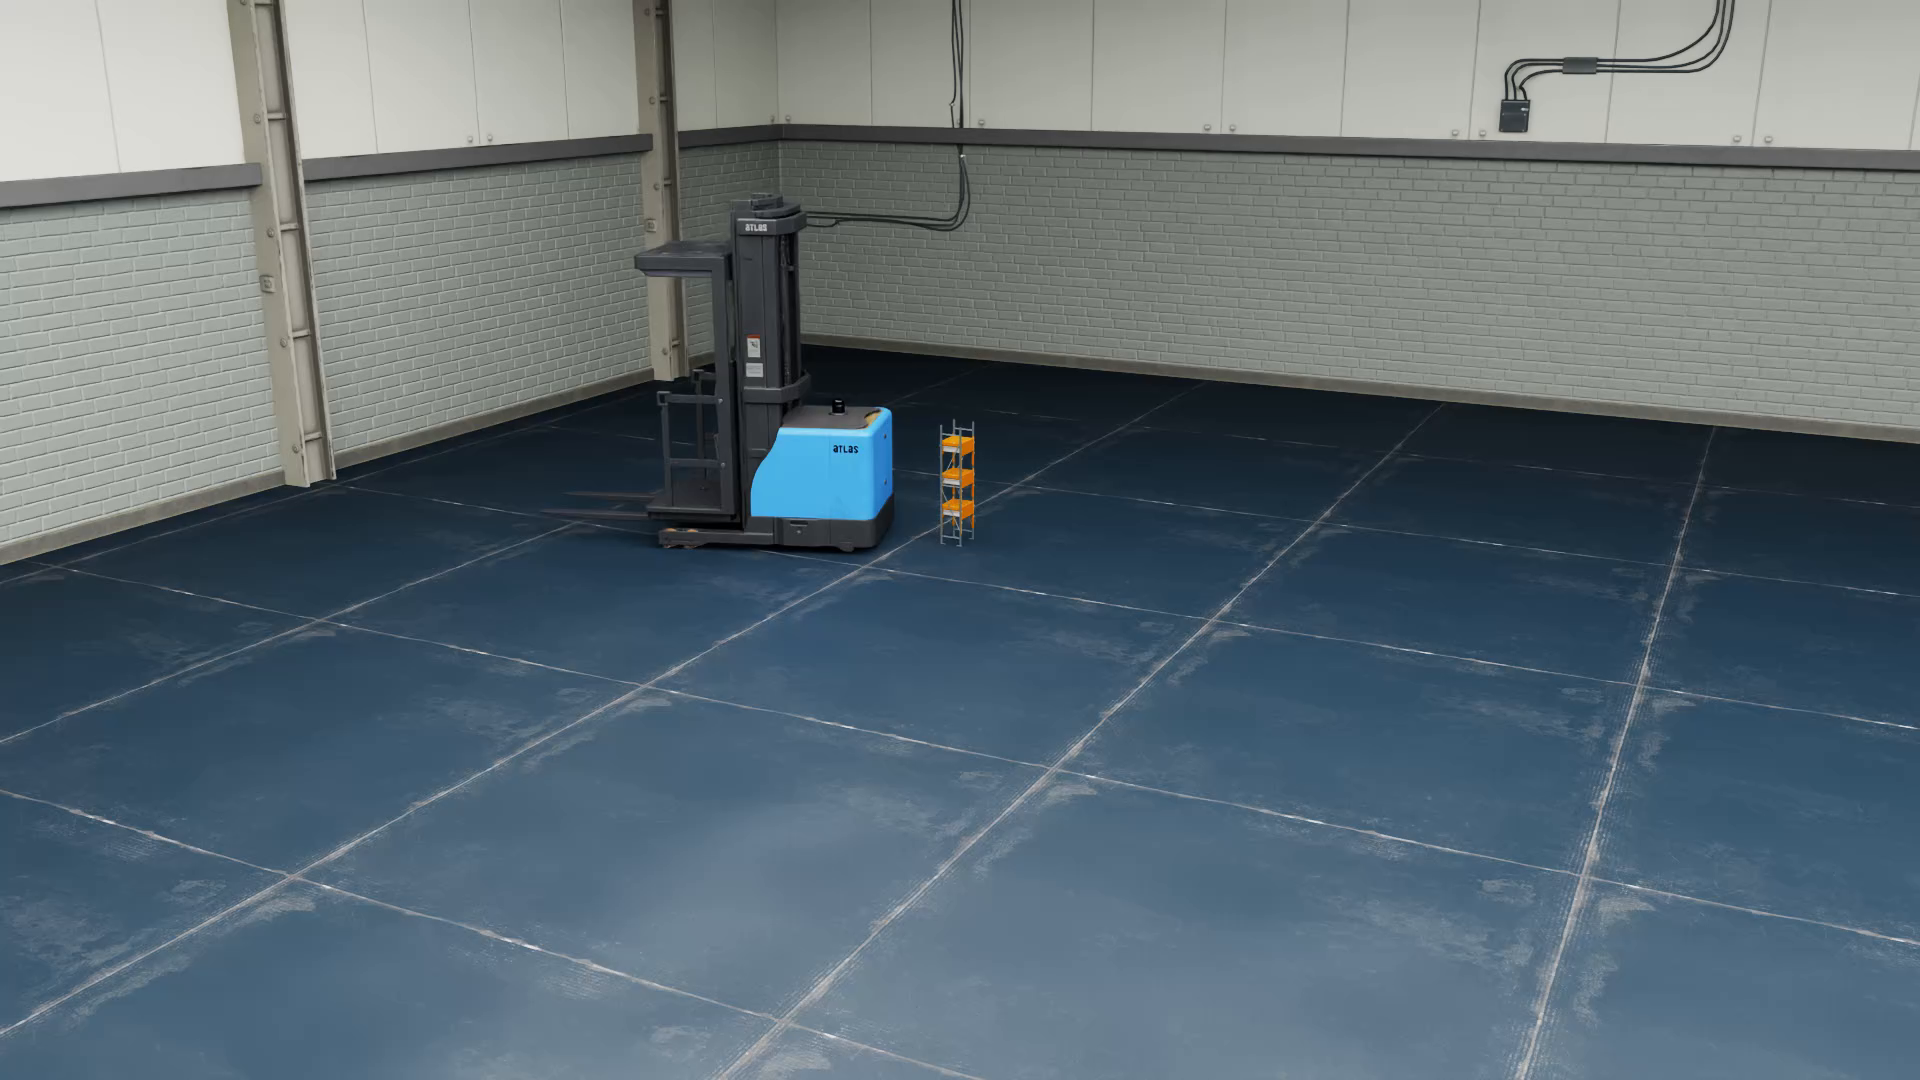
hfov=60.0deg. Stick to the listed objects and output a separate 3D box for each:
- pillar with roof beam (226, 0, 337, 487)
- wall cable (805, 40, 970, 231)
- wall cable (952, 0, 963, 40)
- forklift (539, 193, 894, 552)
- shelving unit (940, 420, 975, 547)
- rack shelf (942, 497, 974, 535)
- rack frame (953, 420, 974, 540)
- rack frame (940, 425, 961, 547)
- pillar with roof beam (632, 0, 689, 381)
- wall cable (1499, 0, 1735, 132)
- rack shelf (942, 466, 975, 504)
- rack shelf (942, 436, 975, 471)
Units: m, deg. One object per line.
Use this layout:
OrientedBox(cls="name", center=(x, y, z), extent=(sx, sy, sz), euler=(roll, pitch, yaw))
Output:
OrientedBox(cls="pillar with roof beam", center=(-2.591, -4.350, 13.366), extent=(9.100, 9.000, 0.400), euler=(8, 18, 25))
OrientedBox(cls="wall cable", center=(-1.262, -5.520, 22.757), extent=(3.097, 2.526, 0.112), euler=(8, 18, 25))
OrientedBox(cls="wall cable", center=(1.158, -7.597, 20.879), extent=(3.097, 2.526, 0.112), euler=(8, 18, 25))
OrientedBox(cls="forklift", center=(-2.150, -1.474, 14.341), extent=(3.031, 2.935, 1.130), euler=(2, 17, 8))
OrientedBox(cls="shelving unit", center=(-0.024, -0.490, 14.329), extent=(0.215, 1.050, 0.252), euler=(8, 18, 25))
OrientedBox(cls="rack shelf", center=(-0.024, -0.213, 14.411), extent=(0.215, 0.259, 0.240), euler=(8, 18, 25))
OrientedBox(cls="rack frame", center=(0.031, -0.521, 14.434), extent=(0.200, 1.050, 0.008), euler=(8, 18, 25))
OrientedBox(cls="rack frame", center=(-0.078, -0.459, 14.224), extent=(0.200, 1.050, 0.008), euler=(8, 18, 25))
OrientedBox(cls="pillar with roof beam", center=(0.090, -5.878, 18.511), extent=(9.100, 9.000, 0.400), euler=(8, 18, 25))
OrientedBox(cls="wall cable", center=(7.224, -7.427, 17.751), extent=(2.305, 6.003, 0.169), euler=(8, 18, 25))
OrientedBox(cls="rack shelf", center=(-0.024, -0.479, 14.332), extent=(0.215, 0.259, 0.240), euler=(8, 18, 25))
OrientedBox(cls="rack shelf", center=(-0.024, -0.752, 14.251), extent=(0.215, 0.259, 0.240), euler=(8, 18, 25))
